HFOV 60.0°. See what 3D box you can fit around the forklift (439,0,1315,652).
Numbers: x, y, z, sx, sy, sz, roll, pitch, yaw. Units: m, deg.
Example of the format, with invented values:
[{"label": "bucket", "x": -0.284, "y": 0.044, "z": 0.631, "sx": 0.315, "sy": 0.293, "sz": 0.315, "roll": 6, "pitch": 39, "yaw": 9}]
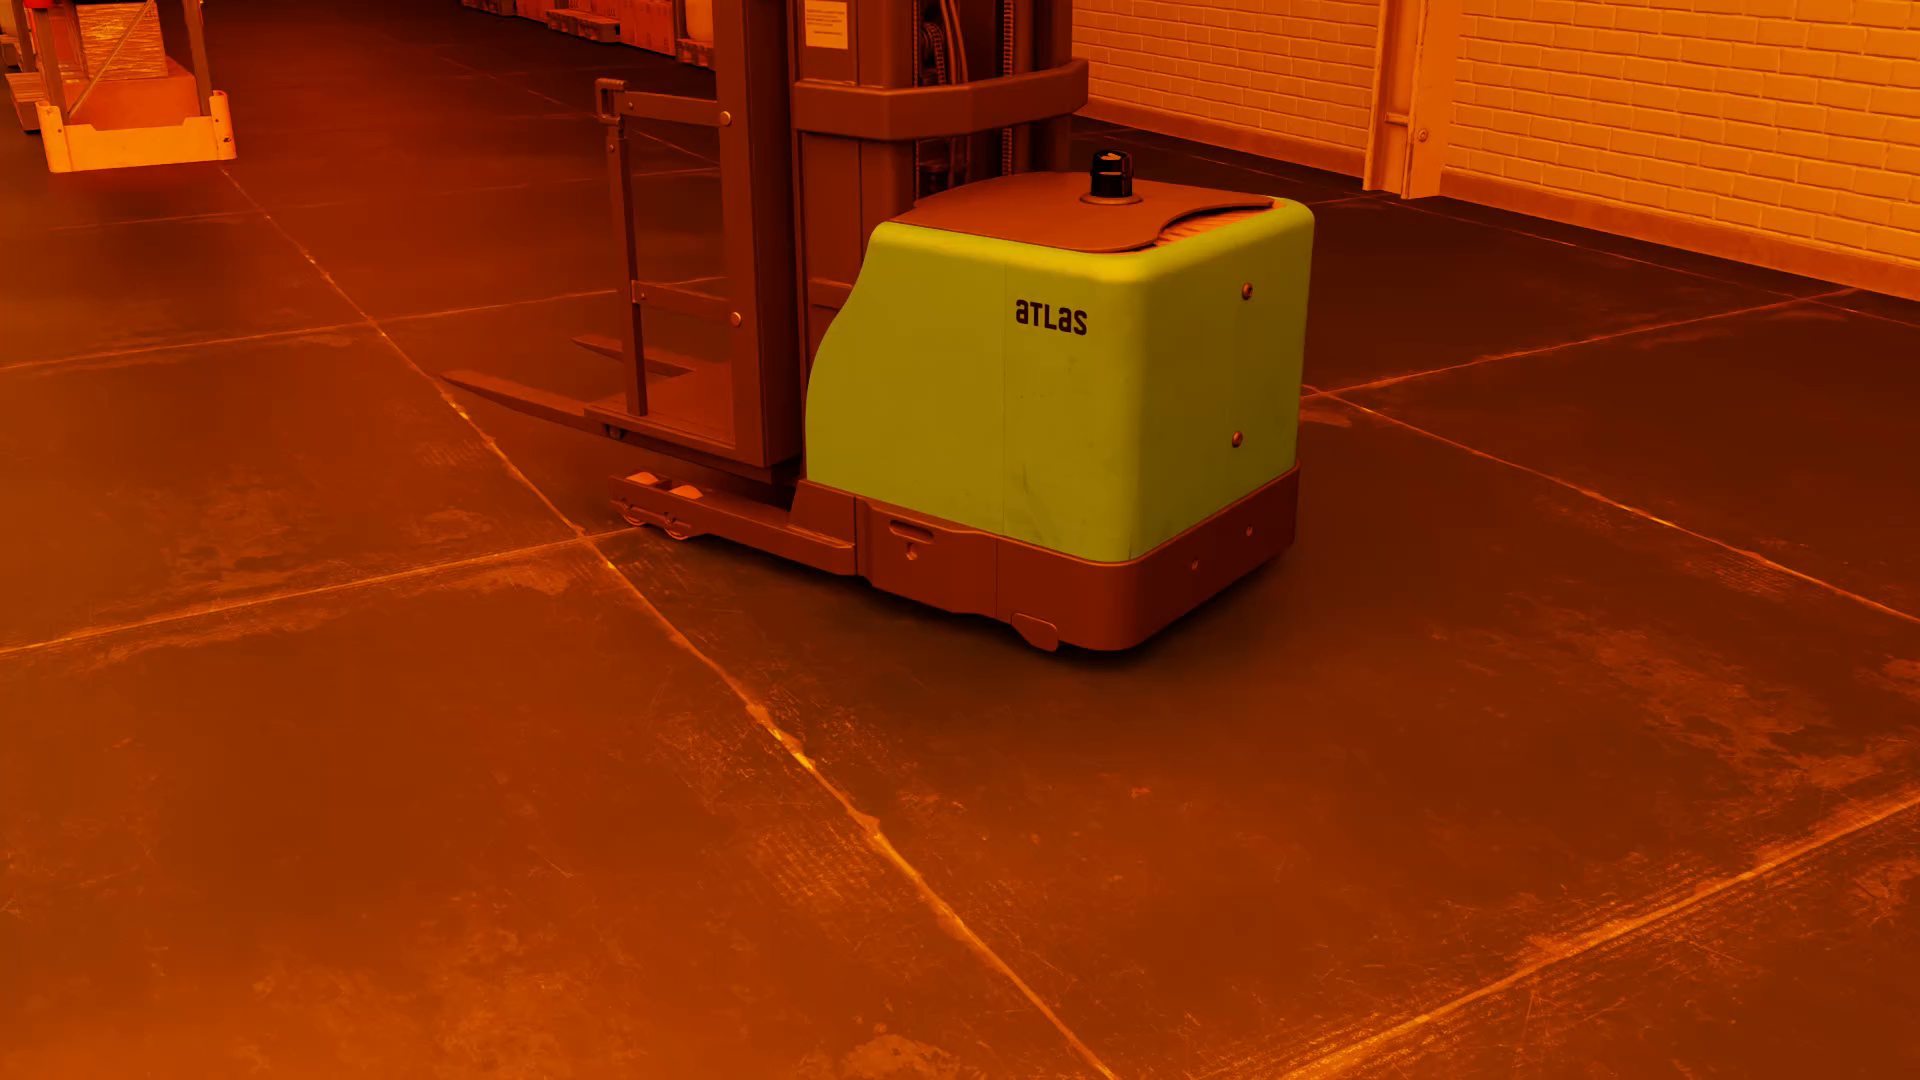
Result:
[{"label": "forklift", "x": -0.481, "y": -1.497, "z": 4.922, "sx": 3.031, "sy": 2.935, "sz": 1.130, "roll": 16, "pitch": 27, "yaw": 34}]
